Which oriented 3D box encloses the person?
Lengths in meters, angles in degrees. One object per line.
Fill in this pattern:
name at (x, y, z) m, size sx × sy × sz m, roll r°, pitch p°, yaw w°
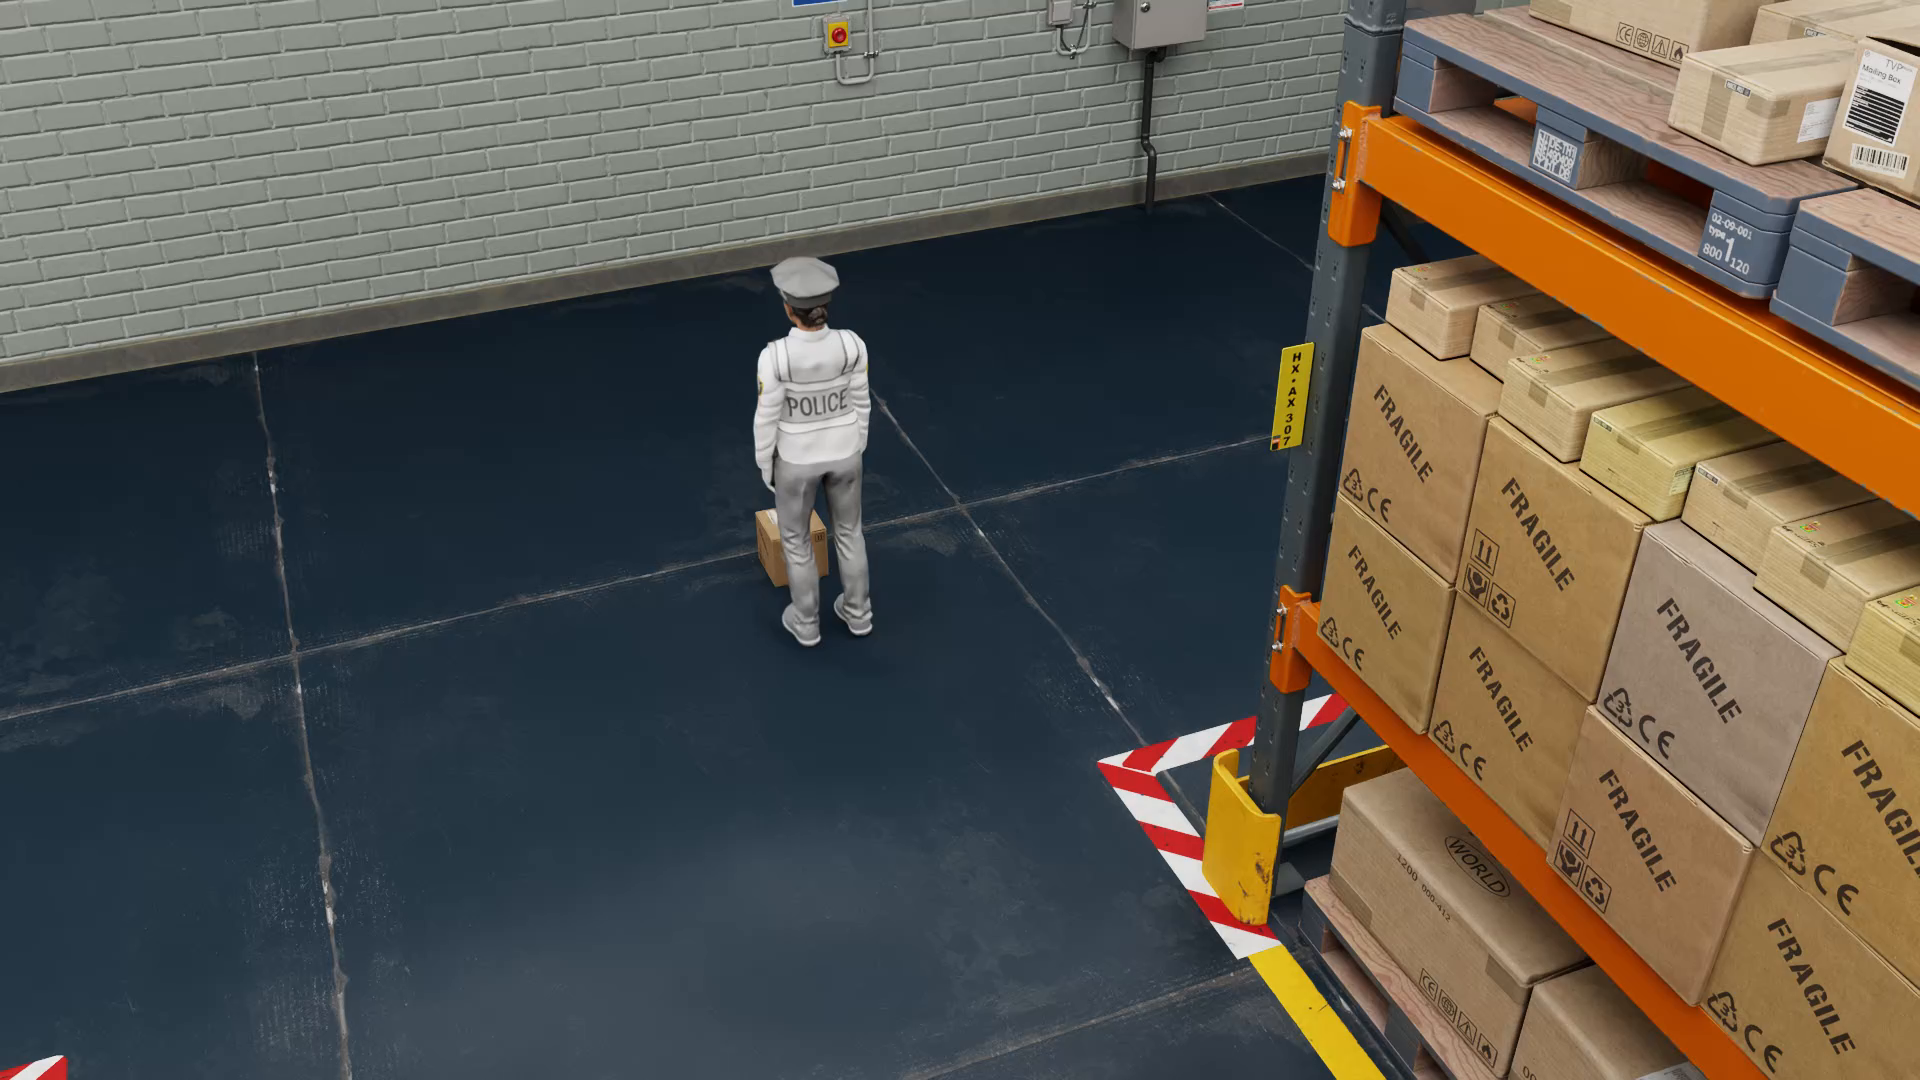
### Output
person at (-0.587, -0.328, 6.633) m, size 0.467 × 1.665 × 0.329 m, roll -12°, pitch 36°, yaw -18°
